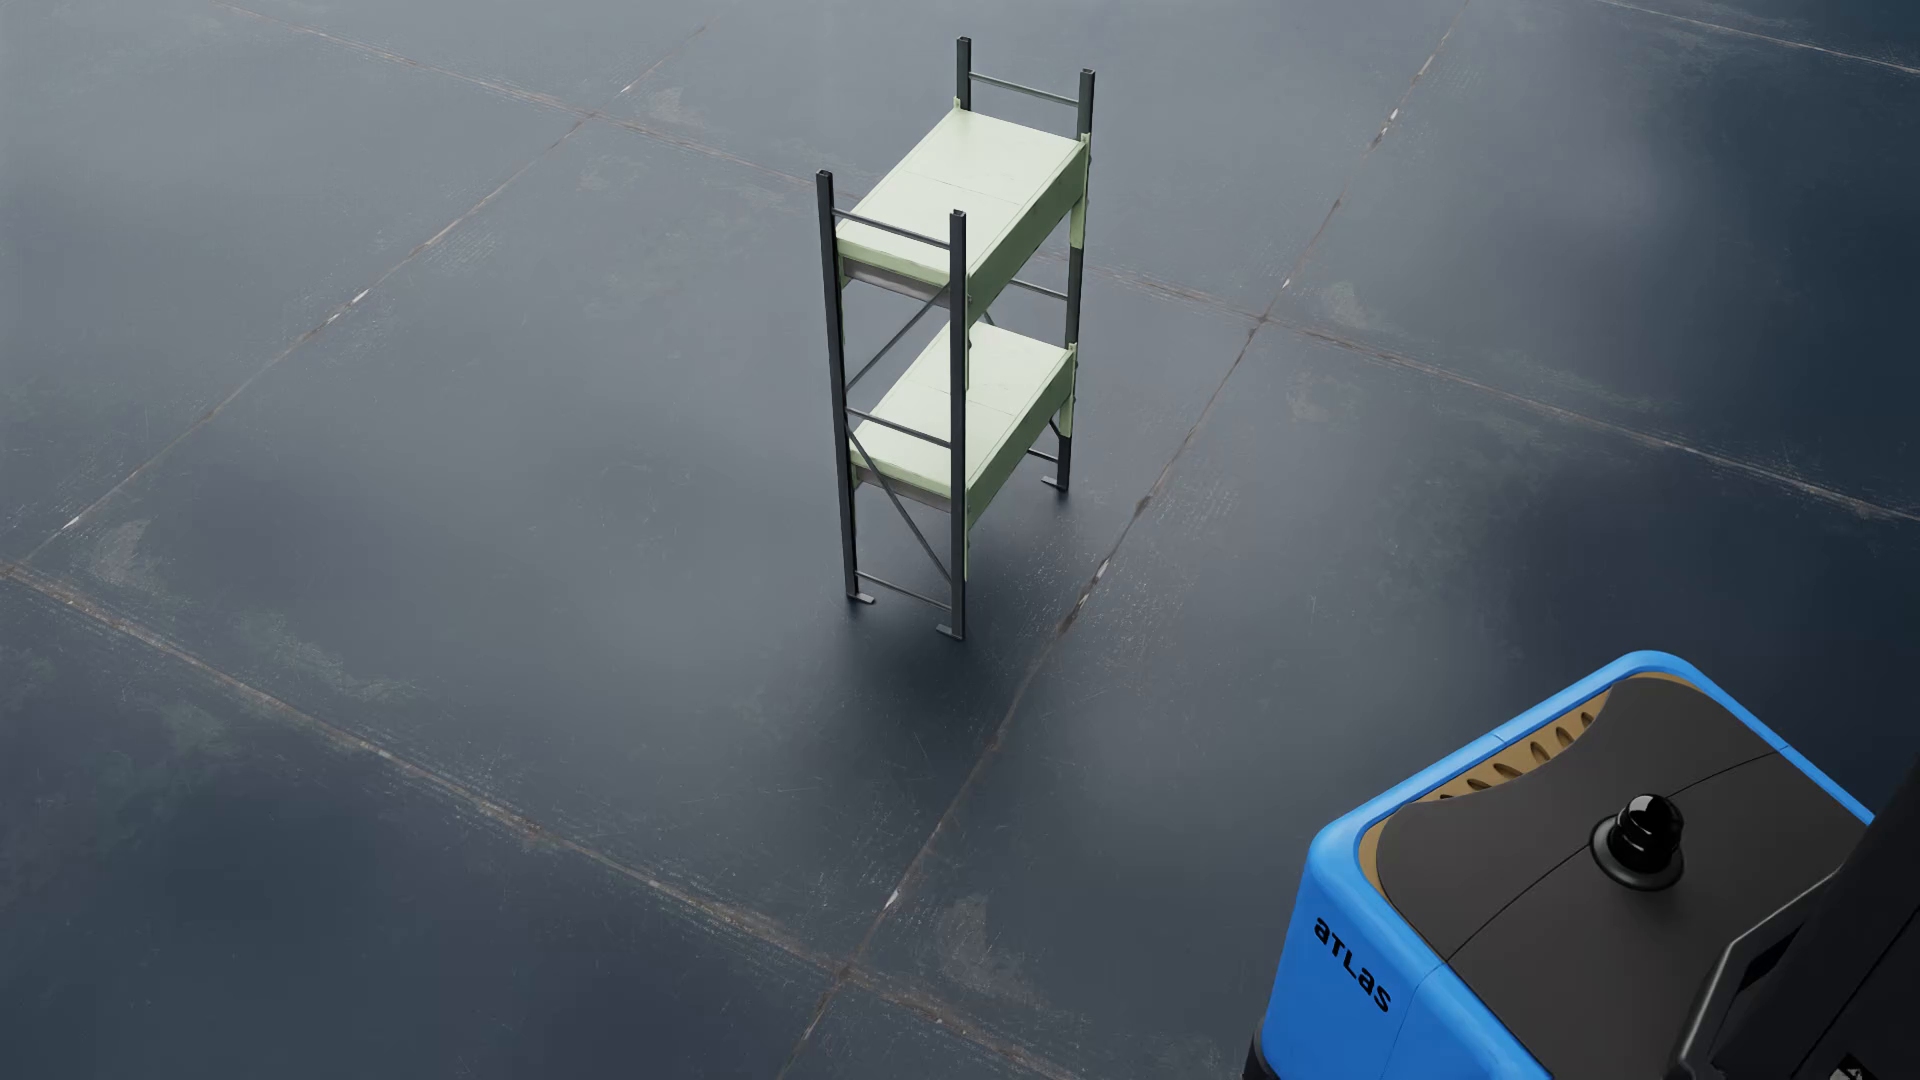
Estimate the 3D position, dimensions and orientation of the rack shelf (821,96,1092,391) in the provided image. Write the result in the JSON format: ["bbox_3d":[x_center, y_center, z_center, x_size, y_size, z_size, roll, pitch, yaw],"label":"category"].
[{"bbox_3d":[0.003,-0.806,4.443,0.431,0.370,0.720,20,49,19],"label":"rack shelf"}]

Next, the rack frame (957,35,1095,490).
[{"bbox_3d":[0.173,-0.762,4.949,0.400,1.500,0.023,20,49,19],"label":"rack frame"}]

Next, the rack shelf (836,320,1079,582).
[{"bbox_3d":[0.003,-0.302,4.953,0.431,0.370,0.720,20,49,19],"label":"rack shelf"}]

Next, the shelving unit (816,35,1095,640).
[{"bbox_3d":[0.003,-0.531,4.721,0.431,1.500,0.755,20,49,19],"label":"shelving unit"}]

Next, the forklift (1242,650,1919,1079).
[{"bbox_3d":[1.857,1.007,2.194,1.130,2.935,3.031,-24,50,-22],"label":"forklift"}]

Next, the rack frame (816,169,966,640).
[{"bbox_3d":[-0.167,-0.301,4.493,0.400,1.500,0.023,20,49,19],"label":"rack frame"}]
